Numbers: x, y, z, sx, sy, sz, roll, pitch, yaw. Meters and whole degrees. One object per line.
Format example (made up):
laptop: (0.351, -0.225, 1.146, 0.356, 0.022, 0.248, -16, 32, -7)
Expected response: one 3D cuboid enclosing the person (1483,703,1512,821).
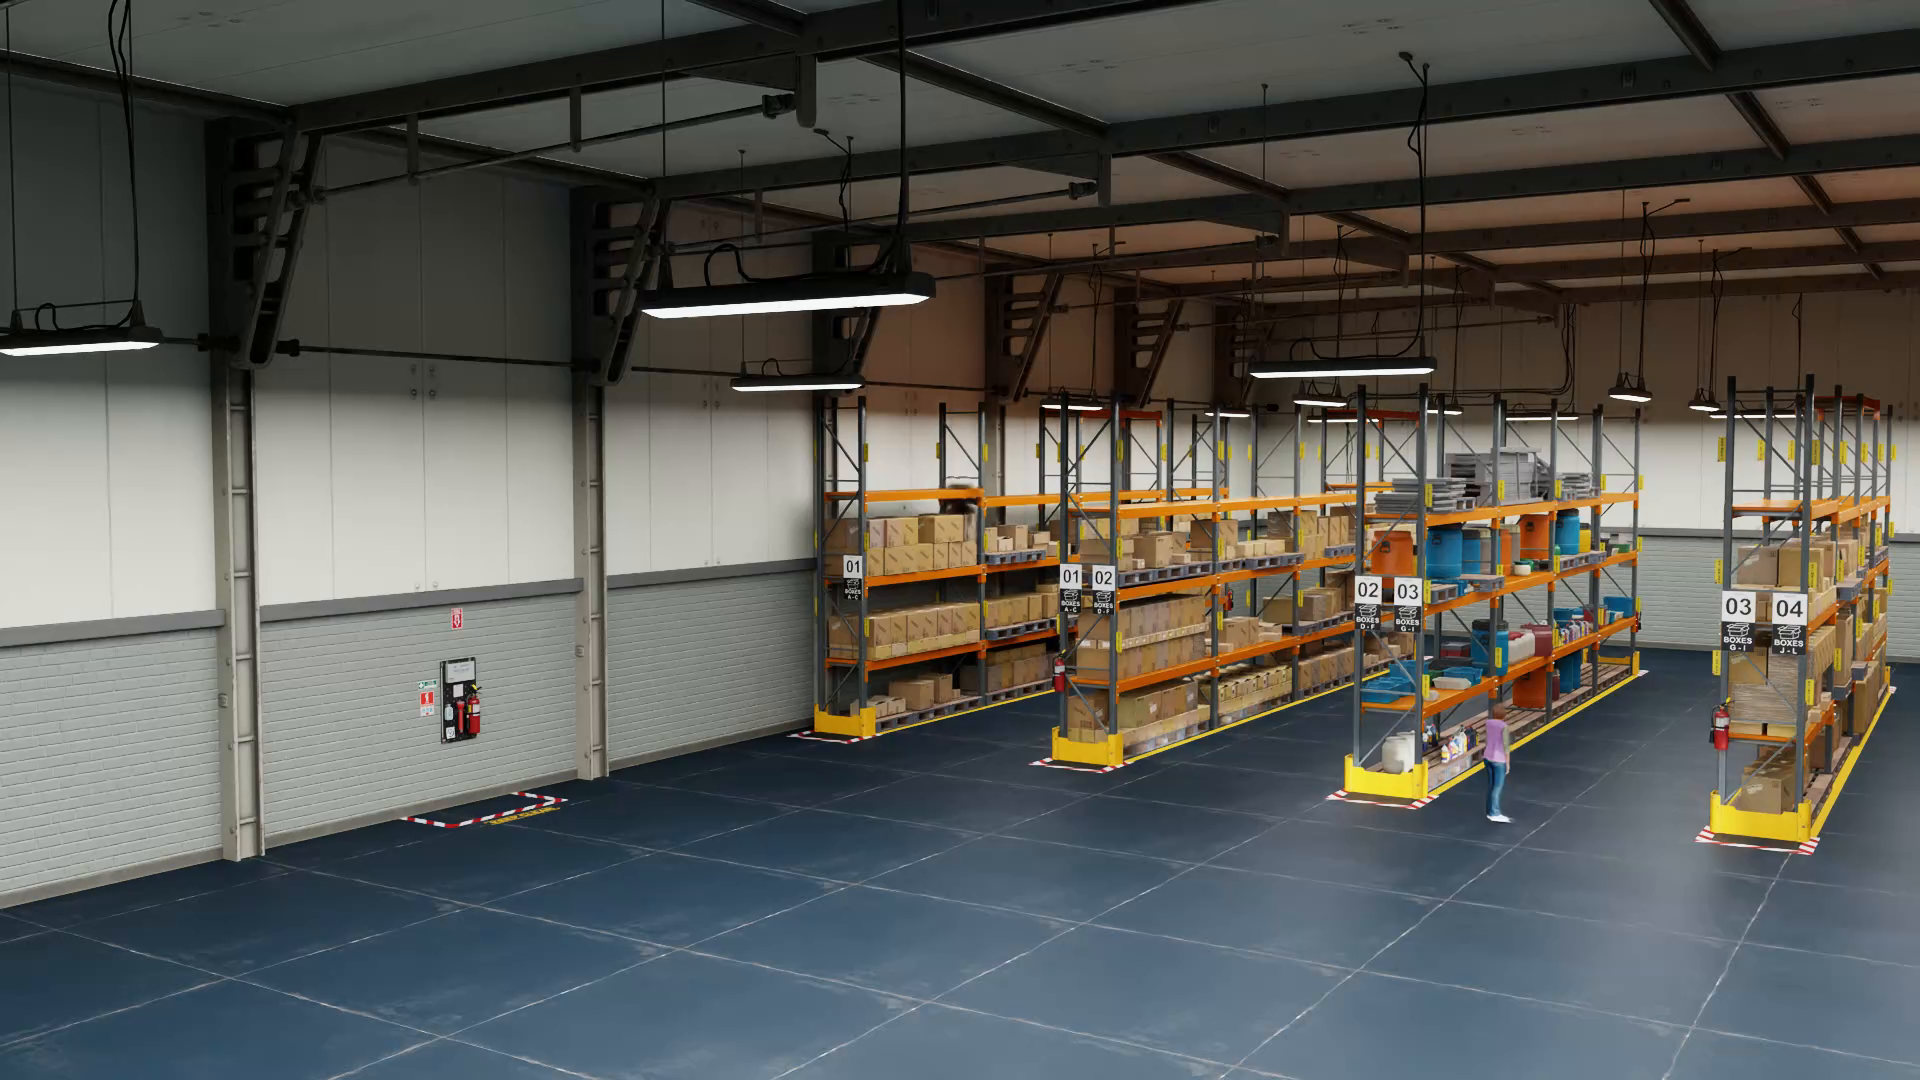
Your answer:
person: (7.288, 3.007, 22.533, 0.335, 1.605, 0.419, -1, 3, -25)
